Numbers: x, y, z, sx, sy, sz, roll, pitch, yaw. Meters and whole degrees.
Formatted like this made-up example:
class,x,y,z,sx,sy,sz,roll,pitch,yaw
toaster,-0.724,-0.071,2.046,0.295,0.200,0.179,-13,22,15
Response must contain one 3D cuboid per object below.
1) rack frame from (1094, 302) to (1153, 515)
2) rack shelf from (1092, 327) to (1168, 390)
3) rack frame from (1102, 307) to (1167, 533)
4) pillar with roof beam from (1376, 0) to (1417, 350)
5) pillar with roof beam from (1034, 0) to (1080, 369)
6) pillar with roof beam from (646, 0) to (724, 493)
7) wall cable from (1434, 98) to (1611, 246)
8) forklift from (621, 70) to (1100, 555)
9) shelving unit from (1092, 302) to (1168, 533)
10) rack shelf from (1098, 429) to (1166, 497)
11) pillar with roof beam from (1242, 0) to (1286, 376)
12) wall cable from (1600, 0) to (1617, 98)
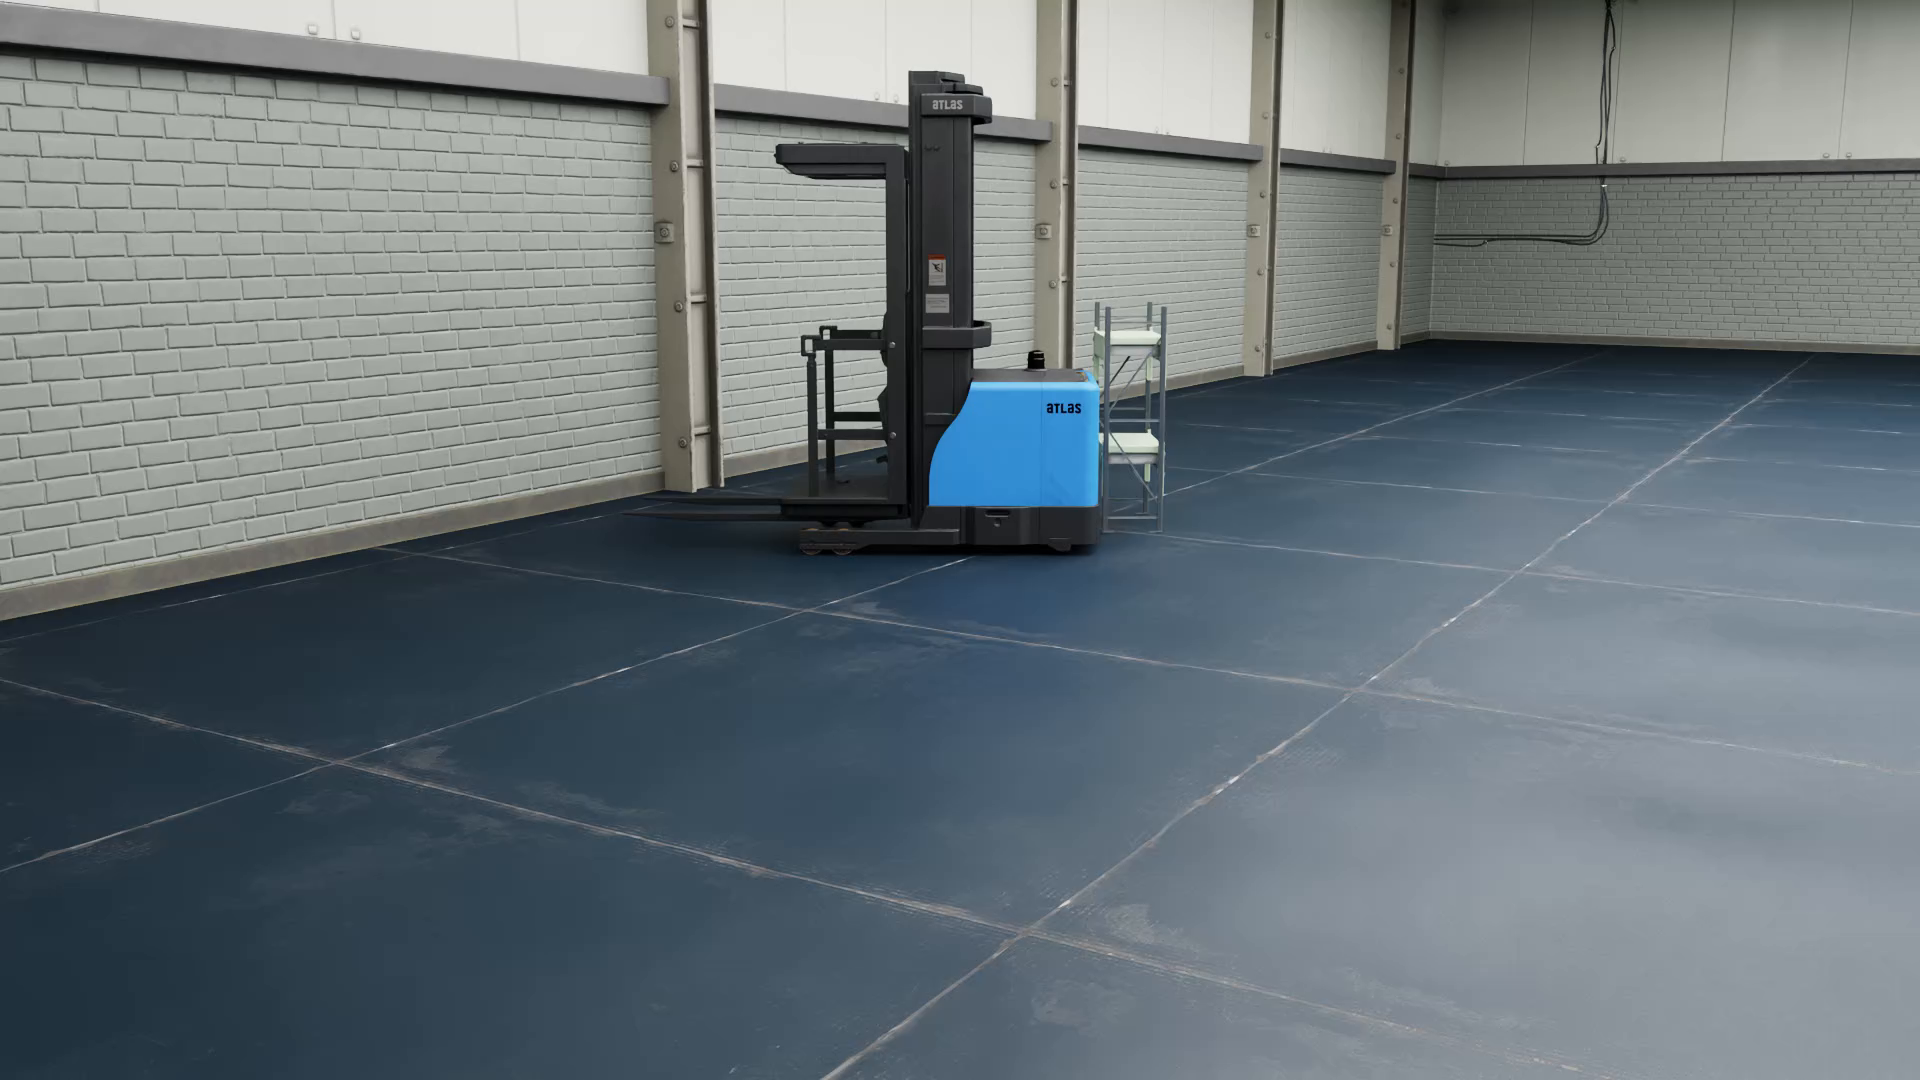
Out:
class,x,y,z,sx,sy,sz,roll,pitch,yaw
rack frame,1.139,-0.920,11.709,0.400,1.500,0.023,0,11,-1
rack shelf,1.145,-1.237,11.277,0.431,0.370,0.720,0,11,-1
rack frame,1.150,-0.786,10.989,0.400,1.500,0.023,0,11,-1
pillar with roof beam,10.930,-7.254,25.162,9.100,9.000,0.400,6,12,31
pillar with roof beam,4.700,-5.367,15.081,9.100,9.000,0.400,6,12,31
pillar with roof beam,1.585,-4.423,10.041,9.100,9.000,0.400,6,12,31
wall cable,9.911,-6.476,29.445,3.097,2.526,0.112,6,12,31
forklift,-0.629,-1.444,10.618,3.031,2.935,1.130,0,11,2
shelving unit,1.145,-0.853,11.349,0.431,1.500,0.755,0,11,-1
rack shelf,1.145,-0.533,11.409,0.431,0.370,0.720,0,11,-1
pillar with roof beam,7.815,-6.310,20.122,9.100,9.000,0.400,6,12,31
wall cable,12.223,-8.700,27.600,3.097,2.526,0.112,6,12,31
